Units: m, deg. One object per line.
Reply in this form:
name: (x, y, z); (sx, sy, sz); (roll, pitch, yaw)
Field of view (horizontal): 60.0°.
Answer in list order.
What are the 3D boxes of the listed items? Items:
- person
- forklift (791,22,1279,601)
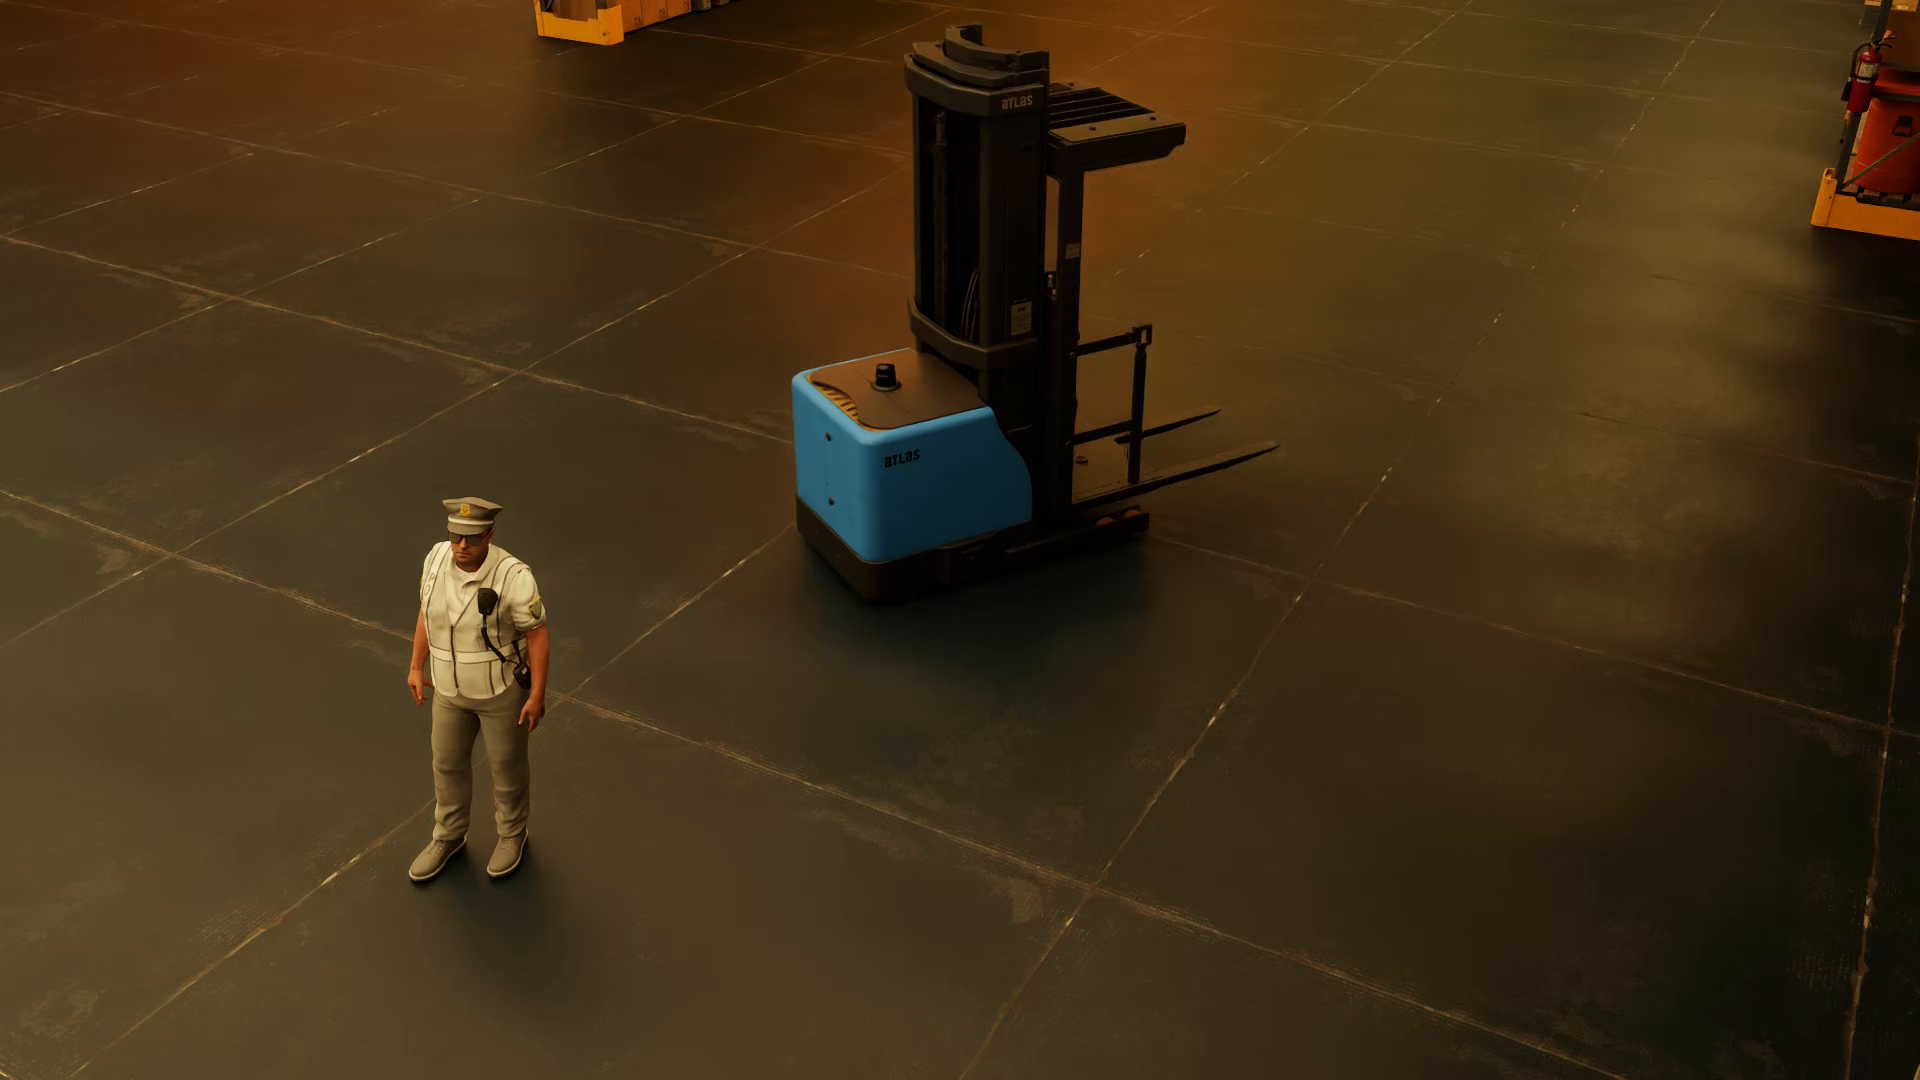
person: (-2.086, 0.642, 7.094); (0.640, 1.780, 0.576); (7, 31, 13)
forklift: (0.555, -1.451, 9.585); (3.031, 2.935, 1.130); (-16, 34, -25)
